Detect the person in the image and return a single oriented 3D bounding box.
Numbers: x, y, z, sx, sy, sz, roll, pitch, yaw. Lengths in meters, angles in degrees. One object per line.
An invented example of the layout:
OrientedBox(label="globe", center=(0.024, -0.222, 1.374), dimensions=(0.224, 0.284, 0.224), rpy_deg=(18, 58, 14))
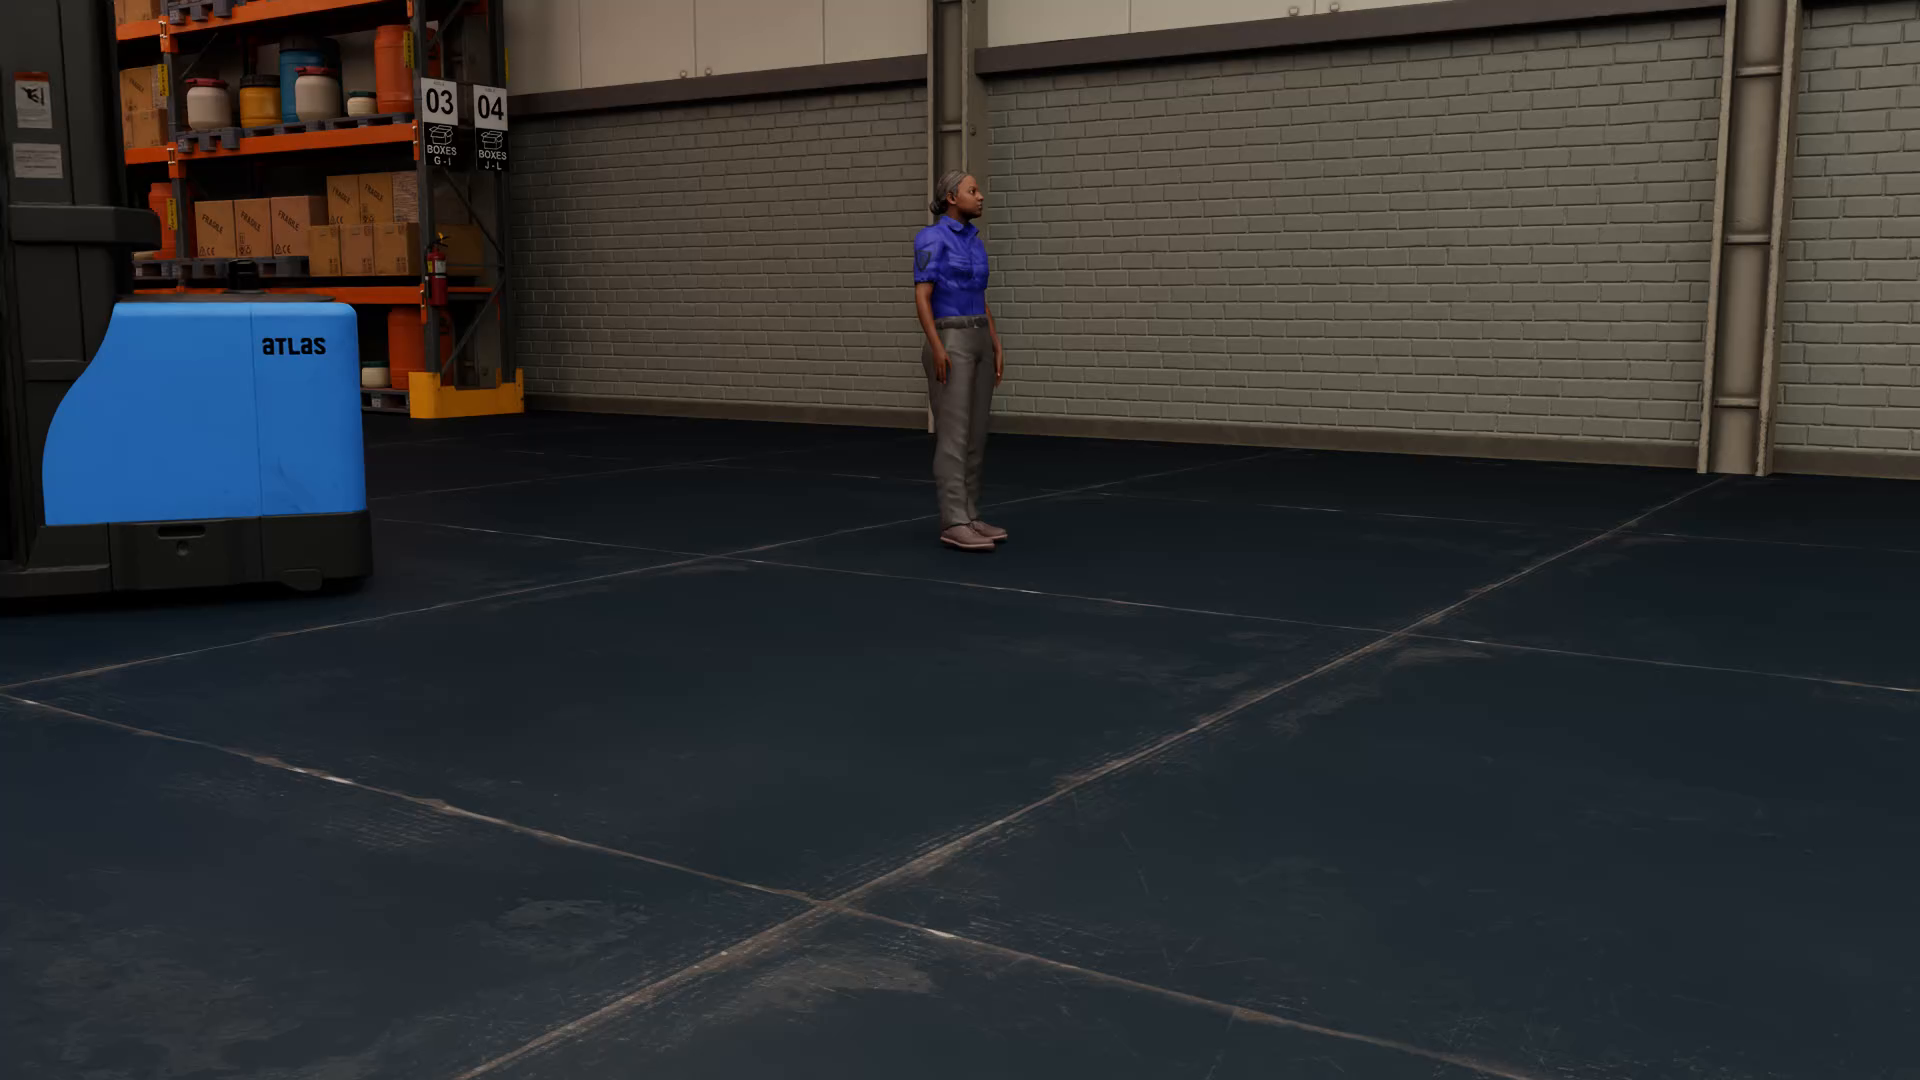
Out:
OrientedBox(label="person", center=(0.062, -0.817, 7.422), dimensions=(0.503, 1.656, 0.570), rpy_deg=(5, 10, 34))

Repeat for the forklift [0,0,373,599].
OrientedBox(label="forklift", center=(-3.767, -1.236, 5.883), dimensions=(3.031, 2.935, 1.130), rpy_deg=(-3, 9, -21))
